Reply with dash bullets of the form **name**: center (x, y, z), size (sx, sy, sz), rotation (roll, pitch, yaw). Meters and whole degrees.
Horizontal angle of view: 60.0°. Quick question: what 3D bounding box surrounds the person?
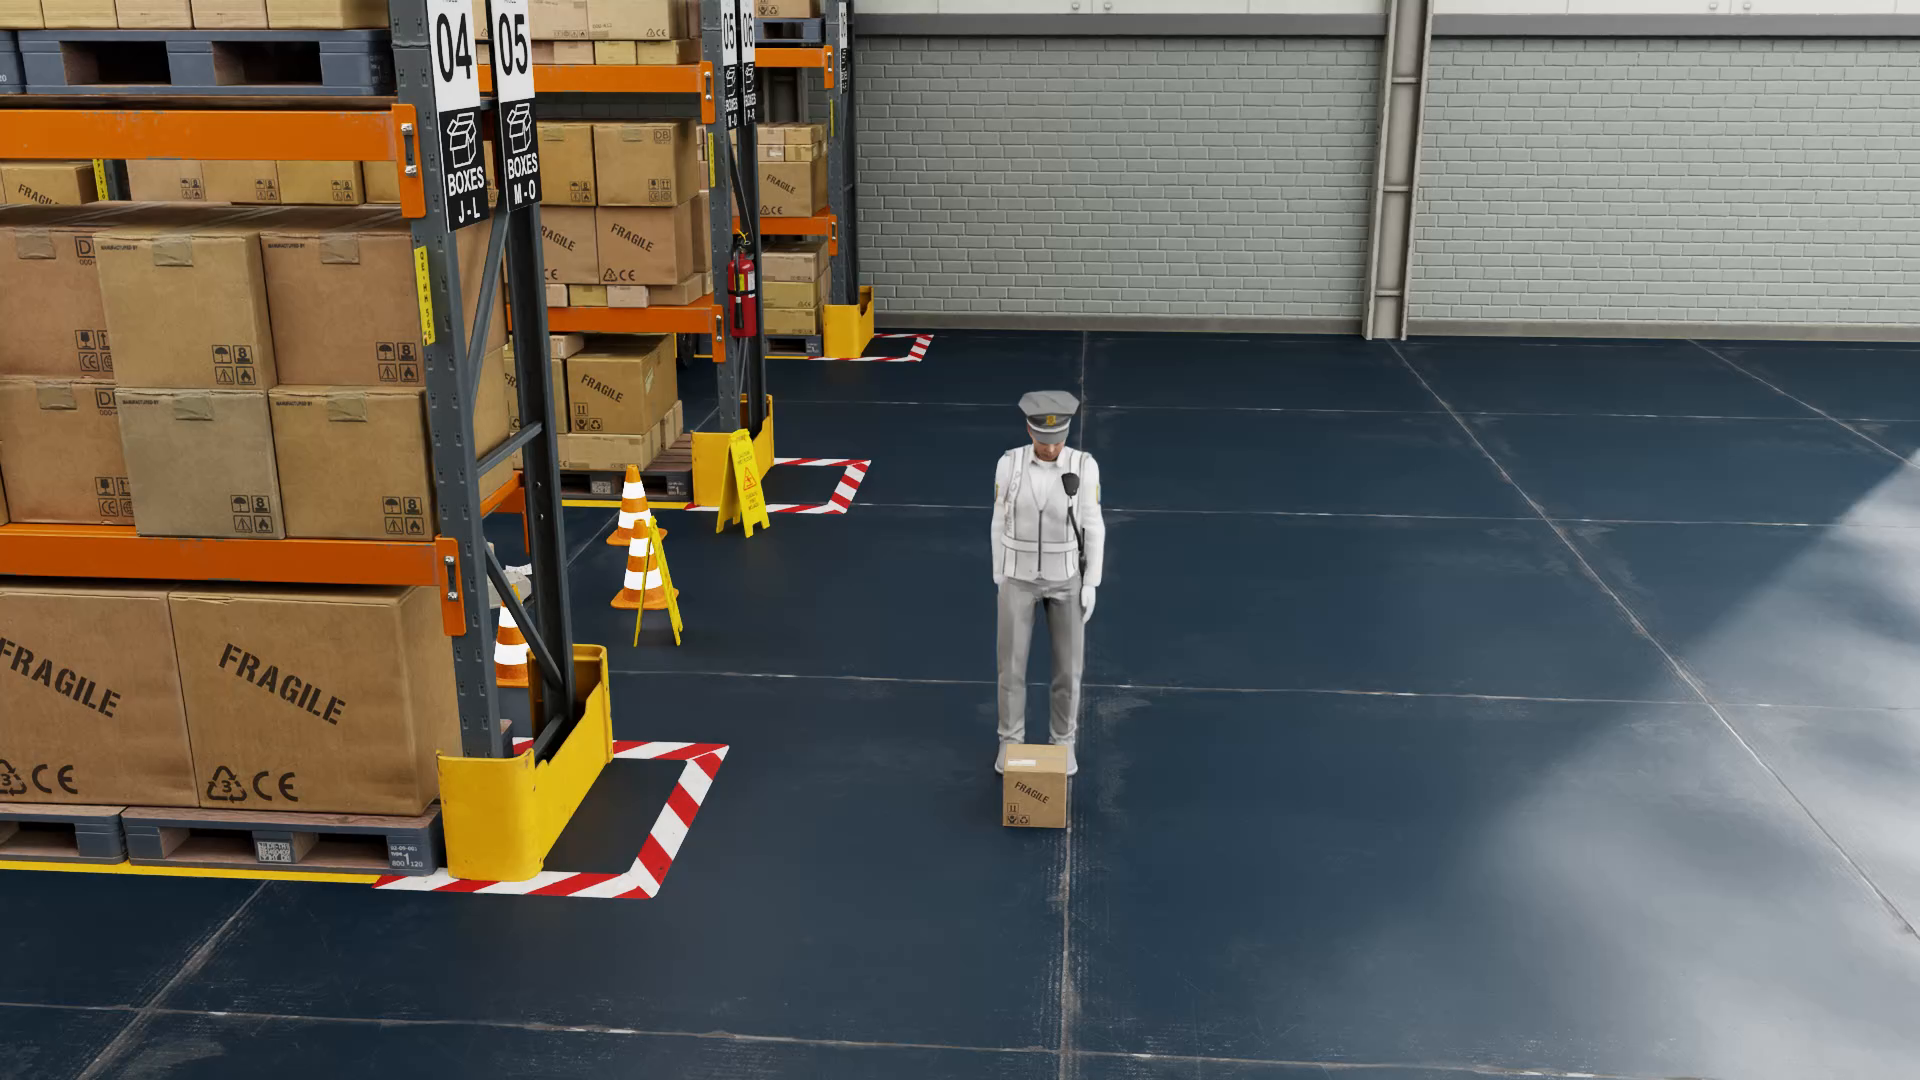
- **person**: center (0.363, 0.193, 6.977), size (0.479, 1.652, 0.352), rotation (2, 18, 5)
